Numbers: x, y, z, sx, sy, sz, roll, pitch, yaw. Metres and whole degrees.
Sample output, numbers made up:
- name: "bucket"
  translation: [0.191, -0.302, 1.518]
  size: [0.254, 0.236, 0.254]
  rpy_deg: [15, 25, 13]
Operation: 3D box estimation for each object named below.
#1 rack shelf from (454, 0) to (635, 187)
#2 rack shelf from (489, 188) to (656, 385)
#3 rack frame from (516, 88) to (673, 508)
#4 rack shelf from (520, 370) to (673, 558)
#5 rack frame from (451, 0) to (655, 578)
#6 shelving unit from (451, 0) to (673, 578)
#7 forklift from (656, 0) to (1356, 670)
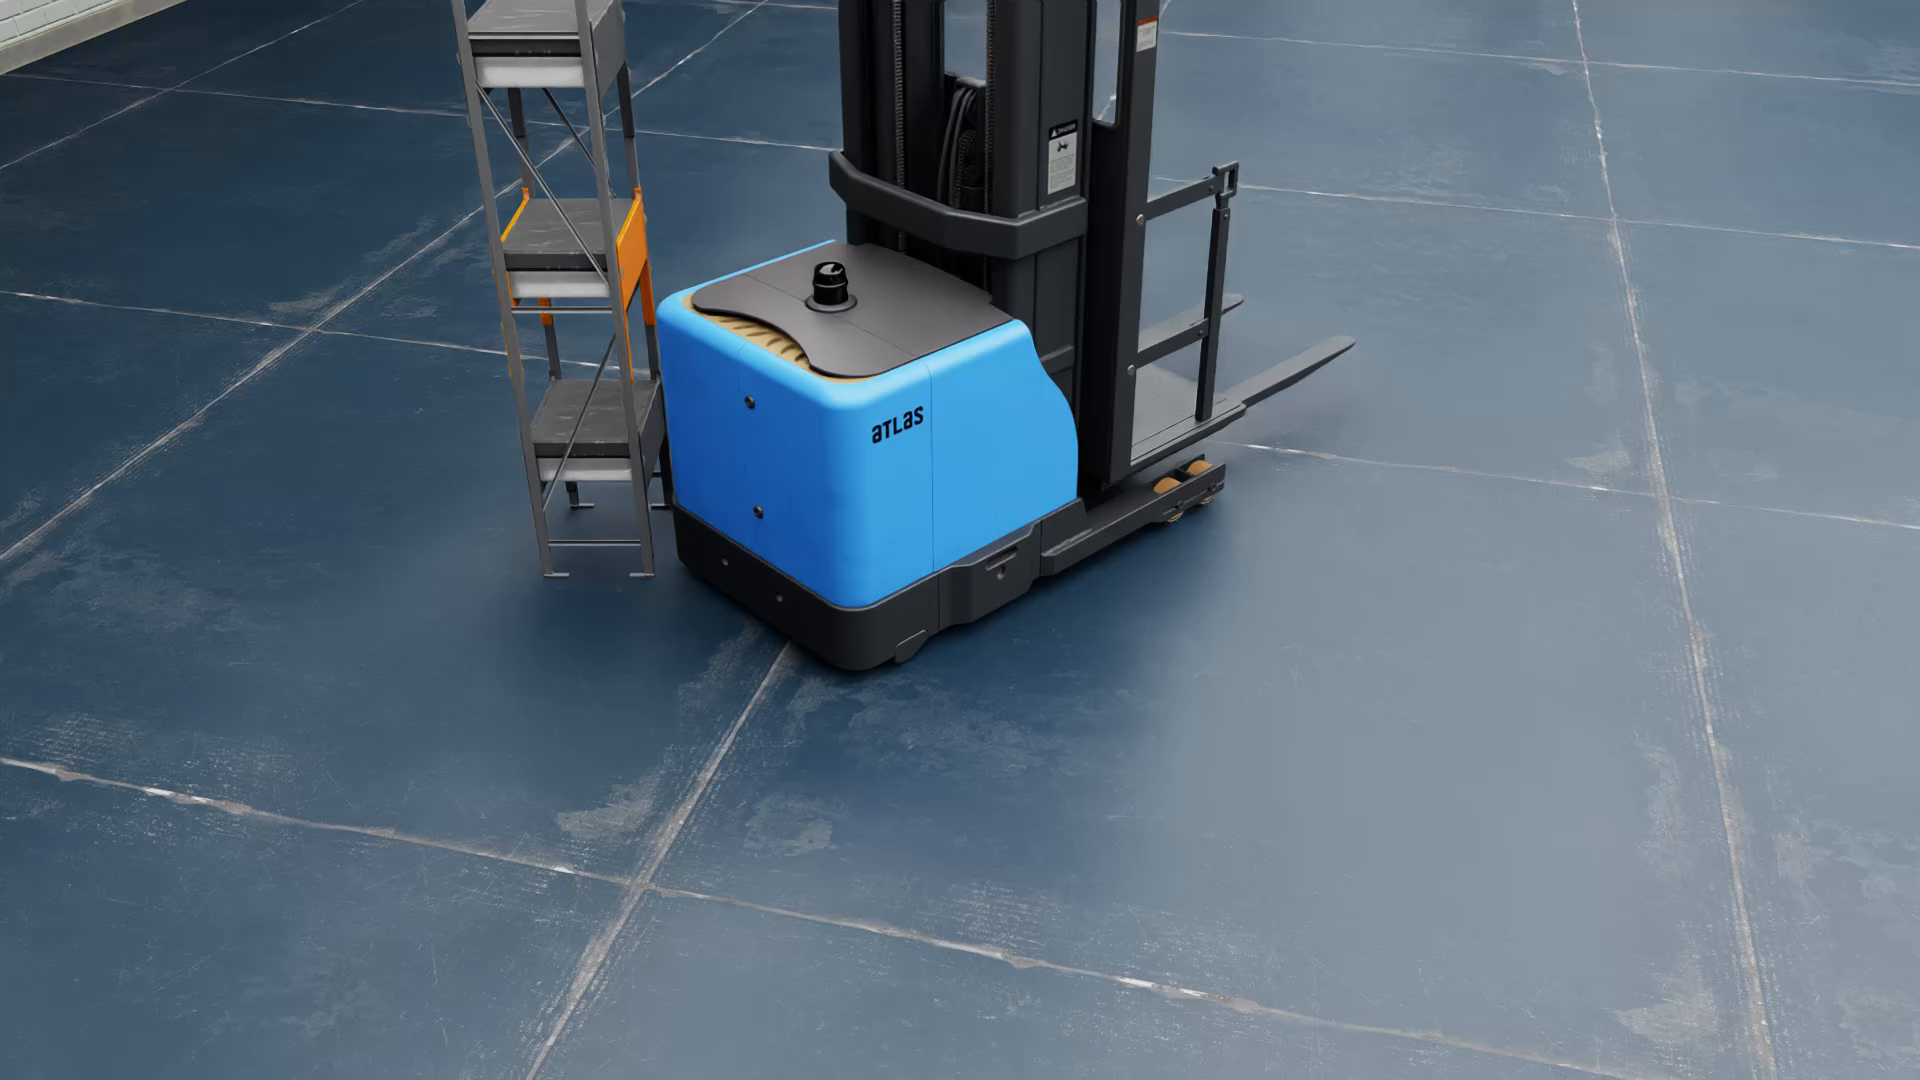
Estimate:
- name: "rack shelf"
  translation: [-1.309, -1.463, 5.314]
  size: [0.431, 0.518, 0.480]
  rpy_deg: [0, 32, 0]
- name: "rack shelf"
  translation: [-1.309, -0.872, 5.690]
  size: [0.431, 0.518, 0.480]
  rpy_deg: [0, 32, 0]
- name: "rack frame"
  translation: [-1.309, -1.014, 5.888]
  size: [0.400, 2.100, 0.015]
  rpy_deg: [0, 32, 0]
- name: "rack shelf"
  translation: [-1.309, -0.281, 6.065]
  size: [0.431, 0.518, 0.480]
  rpy_deg: [0, 32, 0]
- name: "rack frame"
  translation: [-1.309, -0.753, 5.477]
  size: [0.400, 2.100, 0.015]
  rpy_deg: [0, 32, 0]
- name: "shelving unit"
  translation: [-1.309, -0.883, 5.682]
  size: [0.431, 2.100, 0.503]
  rpy_deg: [0, 32, 0]
- name: "forklift"
  translation: [0.390, -1.488, 5.858]
  size: [3.031, 2.935, 1.130]
  rpy_deg: [-27, 41, -36]
